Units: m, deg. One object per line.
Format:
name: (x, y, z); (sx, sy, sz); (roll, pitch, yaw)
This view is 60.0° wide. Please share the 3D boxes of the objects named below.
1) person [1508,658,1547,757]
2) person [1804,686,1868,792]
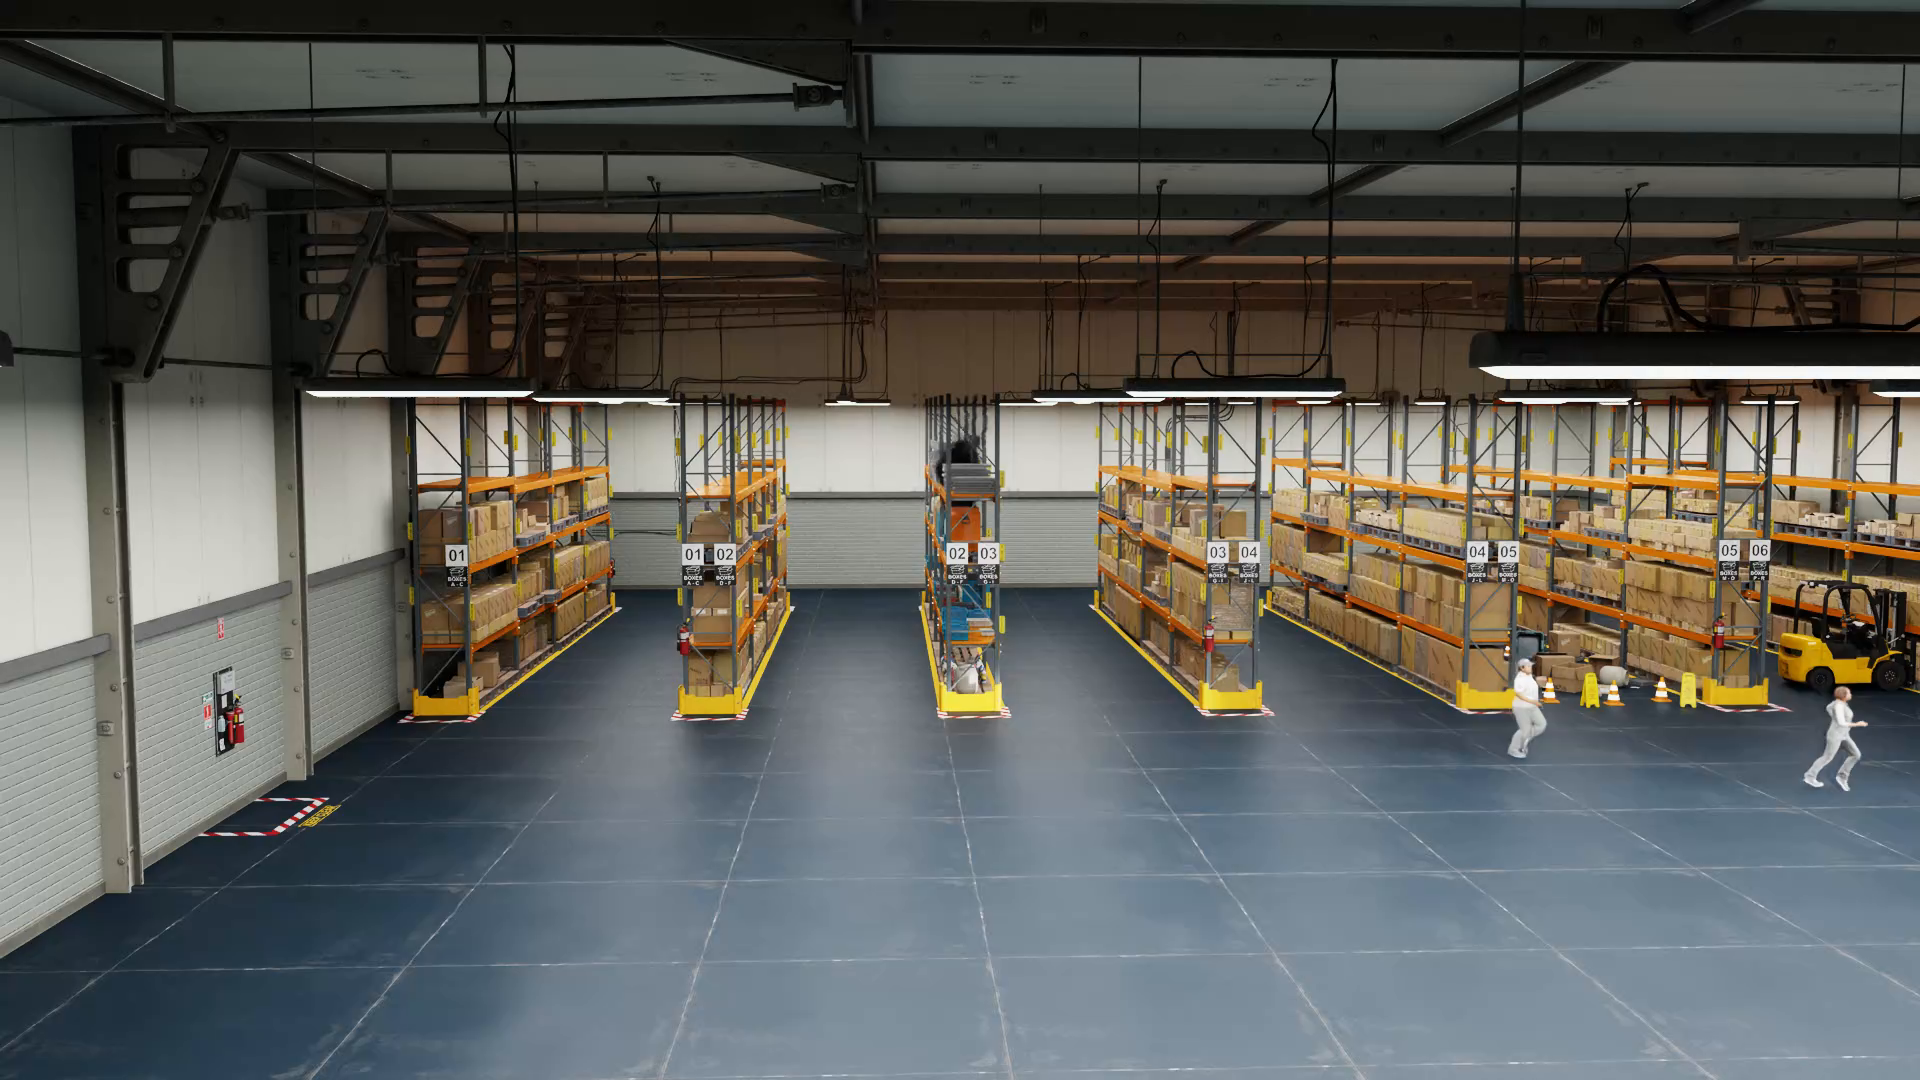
person: (9.317, 2.752, 27.317); (0.570, 1.627, 0.618); (4, 6, 39)
person: (13.114, 2.970, 24.847); (0.815, 1.573, 0.546); (4, 6, 40)
